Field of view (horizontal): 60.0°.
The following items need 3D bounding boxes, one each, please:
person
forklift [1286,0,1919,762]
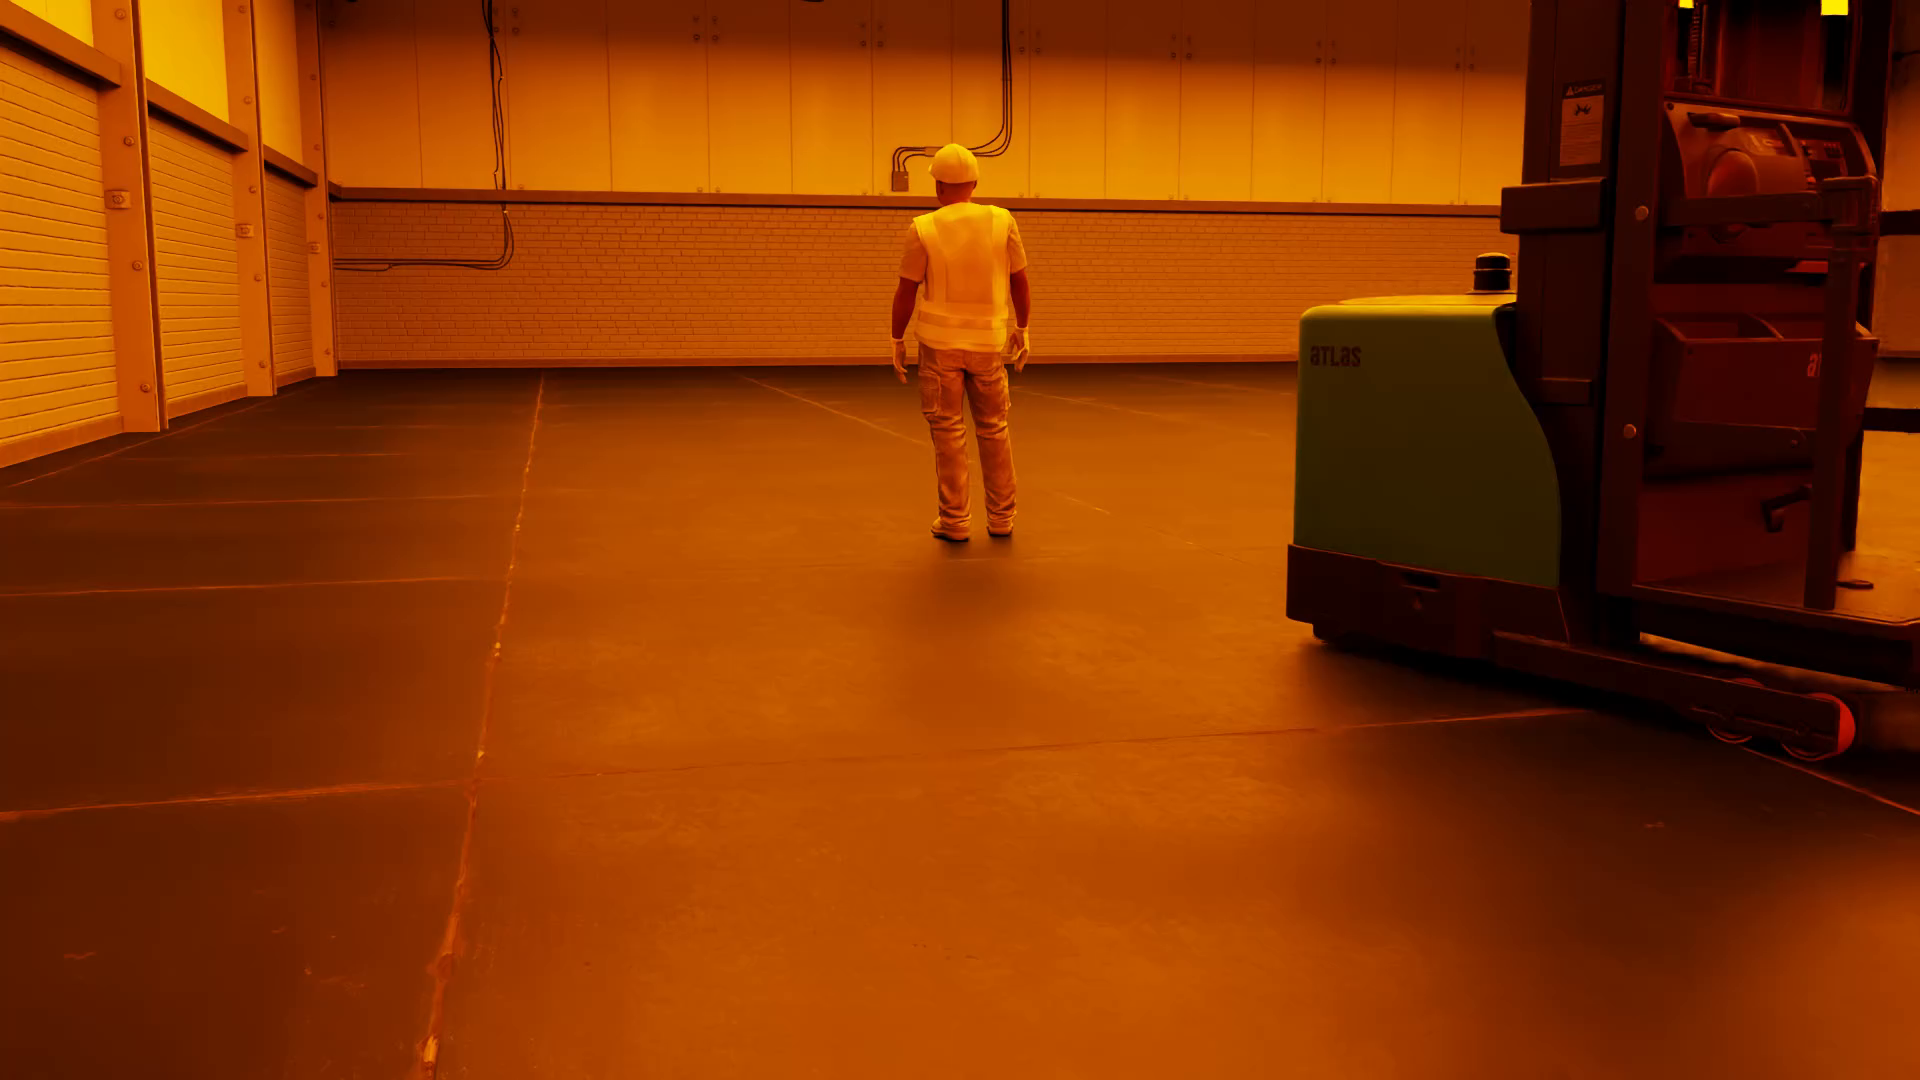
[{"bbox_3d":[-0.008,-0.900,7.654,0.656,1.782,0.577,-2,8,-13],"label":"person"},{"bbox_3d":[2.298,-0.999,4.278,1.130,2.935,3.031,-5,10,-33],"label":"forklift"}]
